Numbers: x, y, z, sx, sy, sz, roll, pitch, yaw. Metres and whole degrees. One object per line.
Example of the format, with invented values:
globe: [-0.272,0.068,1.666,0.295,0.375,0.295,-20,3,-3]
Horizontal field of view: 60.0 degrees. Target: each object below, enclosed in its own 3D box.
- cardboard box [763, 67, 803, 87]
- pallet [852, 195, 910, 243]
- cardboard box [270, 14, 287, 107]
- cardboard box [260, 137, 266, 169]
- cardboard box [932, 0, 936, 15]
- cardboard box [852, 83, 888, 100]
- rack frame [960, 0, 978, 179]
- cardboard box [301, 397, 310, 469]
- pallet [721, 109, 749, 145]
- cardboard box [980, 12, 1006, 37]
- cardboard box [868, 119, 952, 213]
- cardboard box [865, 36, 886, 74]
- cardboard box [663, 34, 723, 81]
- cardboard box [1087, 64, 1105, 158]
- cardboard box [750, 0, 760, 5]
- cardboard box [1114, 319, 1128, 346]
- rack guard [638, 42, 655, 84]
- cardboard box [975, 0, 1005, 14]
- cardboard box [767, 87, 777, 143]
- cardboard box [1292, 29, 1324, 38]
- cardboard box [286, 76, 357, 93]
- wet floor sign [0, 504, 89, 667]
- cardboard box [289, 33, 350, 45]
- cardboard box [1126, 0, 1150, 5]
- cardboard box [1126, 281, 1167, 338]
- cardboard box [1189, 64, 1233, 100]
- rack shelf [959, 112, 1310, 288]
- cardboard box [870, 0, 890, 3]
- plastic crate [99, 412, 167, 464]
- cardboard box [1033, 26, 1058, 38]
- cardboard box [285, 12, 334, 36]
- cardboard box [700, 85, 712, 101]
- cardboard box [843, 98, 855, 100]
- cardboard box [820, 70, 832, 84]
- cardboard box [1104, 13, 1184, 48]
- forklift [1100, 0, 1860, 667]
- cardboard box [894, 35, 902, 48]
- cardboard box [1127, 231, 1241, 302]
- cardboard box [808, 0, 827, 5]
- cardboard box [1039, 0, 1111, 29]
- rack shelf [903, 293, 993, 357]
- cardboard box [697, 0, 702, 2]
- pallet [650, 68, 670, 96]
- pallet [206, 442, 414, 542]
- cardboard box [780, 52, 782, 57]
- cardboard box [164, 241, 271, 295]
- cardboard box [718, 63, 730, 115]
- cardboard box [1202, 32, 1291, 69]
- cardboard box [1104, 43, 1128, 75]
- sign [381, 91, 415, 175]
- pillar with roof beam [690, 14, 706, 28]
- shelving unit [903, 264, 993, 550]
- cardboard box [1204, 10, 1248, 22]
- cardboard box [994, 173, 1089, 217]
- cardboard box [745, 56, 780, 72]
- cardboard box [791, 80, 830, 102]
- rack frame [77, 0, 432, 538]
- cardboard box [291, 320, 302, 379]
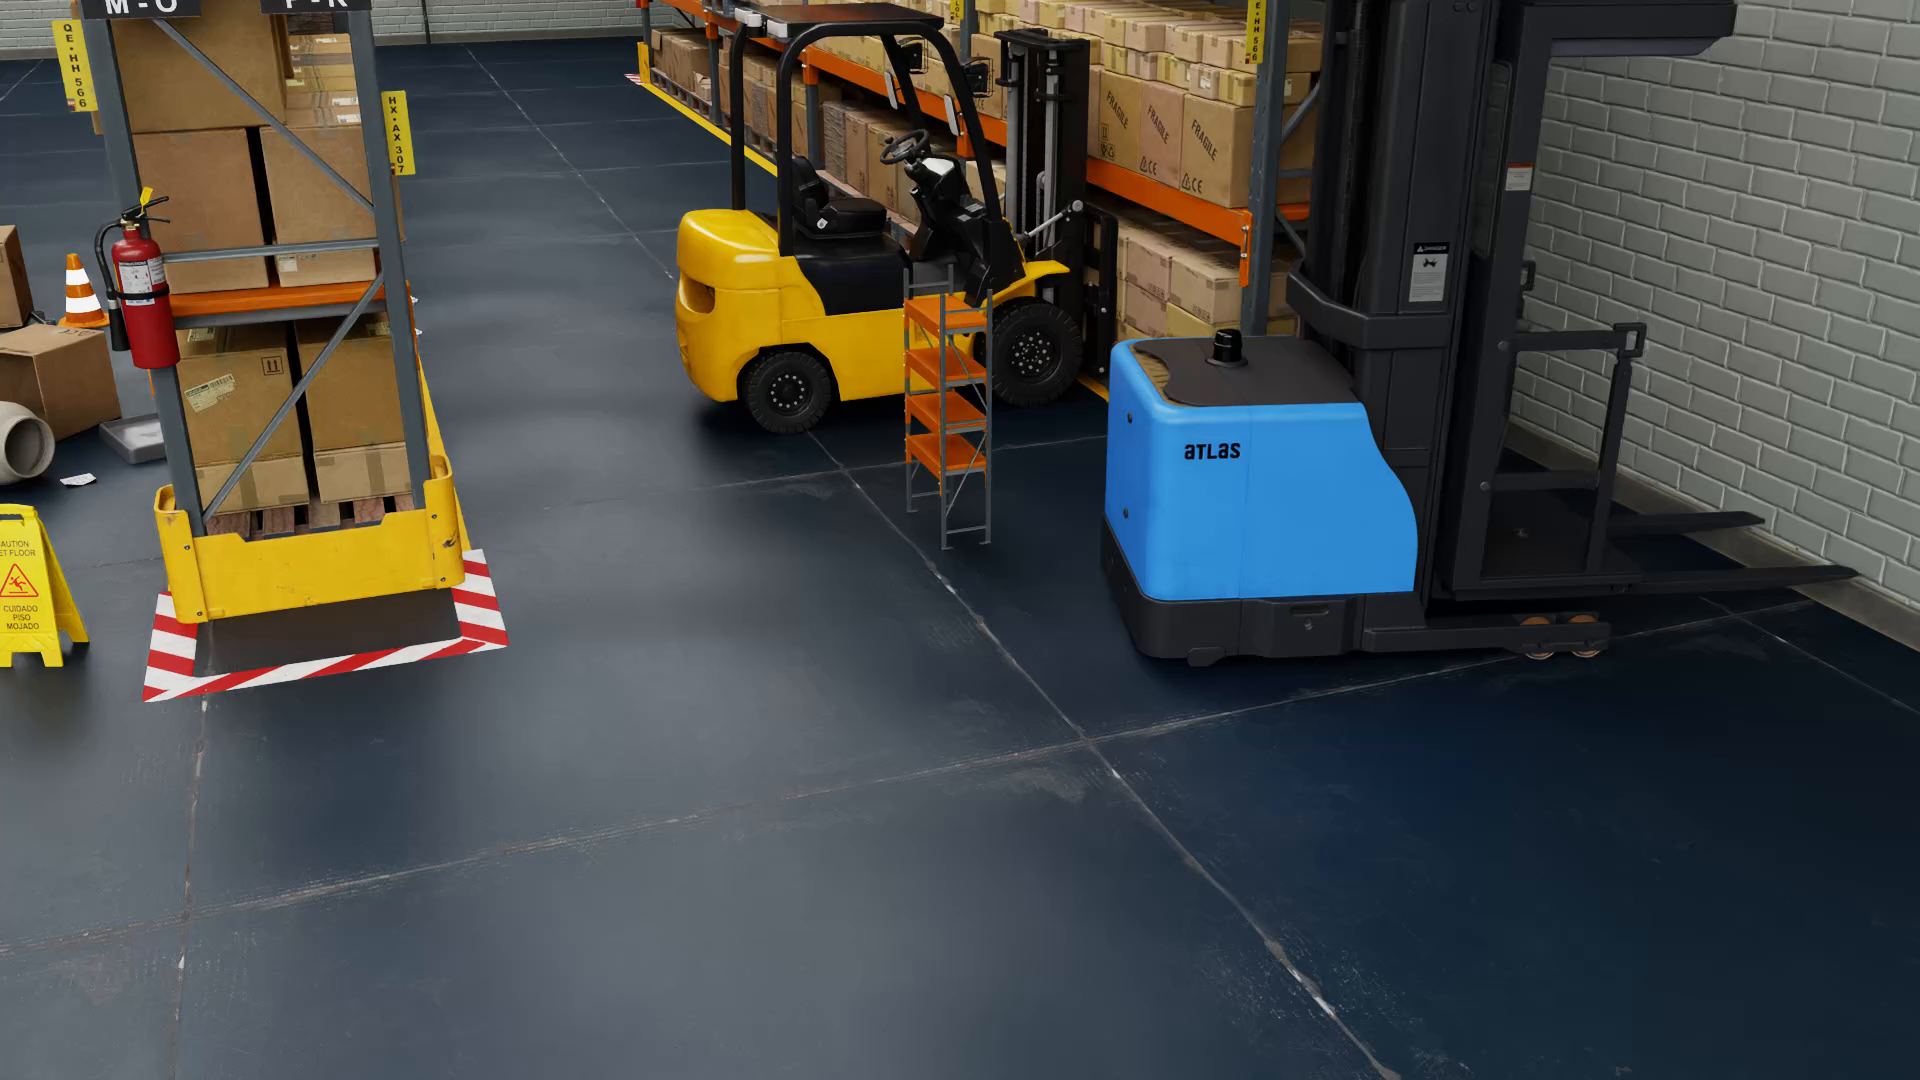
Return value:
cardboard box: [-1.780,-4.701,16.884,0.380,0.149,0.250,-10,25,-22]
pallet: [-0.245,-2.698,13.880,1.003,0.211,1.213,-8,24,-19]
cardboard box: [-3.299,-2.126,7.132,0.700,0.500,0.500,-8,24,-18]
cardboard box: [-3.700,-2.035,8.205,0.500,0.500,0.500,-8,24,-18]
cardboard box: [0.013,-3.903,12.184,0.380,0.149,0.250,-8,24,-19]
cardboard box: [-0.819,-4.303,15.940,0.380,0.149,0.250,-7,24,-16]
rack frame: [0.487,-3.277,11.663,1.000,3.000,0.127,-8,24,-19]
cardboard box: [-3.455,-0.514,8.106,0.500,0.250,0.500,-8,24,-19]
pallet: [-2.017,-4.608,18.412,1.003,0.211,1.213,-8,24,-19]
cardboard box: [0.353,-3.470,11.157,0.380,0.149,0.250,-9,24,-20]
cardboard box: [-0.243,-3.120,13.807,0.875,0.625,0.625,-9,25,-21]
cardboard box: [-0.455,-3.908,13.353,0.500,0.250,0.500,-8,24,-17]
cardboard box: [-3.360,-6.128,21.104,0.700,0.500,0.500,-7,24,-17]
cardboard box: [0.936,-2.569,9.855,0.500,0.500,0.500,-8,24,-19]
cardboard box: [-1.676,-5.539,16.356,0.797,0.503,0.637,-9,24,-20]
cardboard box: [1.103,-1.242,9.835,0.500,0.250,0.500,-8,24,-18]
rack guard: [-3.726,-6.458,22.428,1.175,0.500,0.348,-8,24,-19]
cardboard box: [0.322,-3.602,11.088,0.380,0.149,0.250,-8,24,-18]
cardboard box: [-1.631,-4.269,16.695,0.500,0.500,0.500,-7,24,-17]
cardboard box: [1.946,-2.562,8.620,0.380,0.149,0.250,-7,24,-17]
cardboard box: [-3.018,-1.907,7.901,0.500,0.500,0.500,-9,24,-20]
wet floor sign: [-3.676,0.160,6.540,0.267,0.644,0.232,0,23,-1]
cardboard box: [-3.766,-2.650,9.664,0.500,0.500,0.500,-9,24,-20]
cardboard box: [1.258,-3.314,10.403,0.380,0.149,0.250,-9,24,-20]
cardboard box: [1.268,-1.298,9.323,0.500,0.250,0.500,-9,24,-20]
cardboard box: [1.397,-2.345,8.487,0.380,0.149,0.250,-8,24,-18]
rack shelf: [1.193,-2.219,10.078,1.077,0.370,4.000,-8,24,-19]
cardboard box: [-0.487,-4.261,13.035,0.380,0.149,0.250,-9,24,-20]
plastic crate: [-4.368,-0.566,8.990,0.402,0.080,0.583,-18,29,-37]
cardboard box: [0.673,-3.090,10.255,0.380,0.149,0.250,-9,24,-20]
cardboard box: [-4.053,-3.181,10.382,0.500,0.500,0.500,-8,24,-18]
cardboard box: [-2.811,-5.226,19.416,0.380,0.149,0.250,-9,25,-21]
cardboard box: [-0.813,-3.964,15.969,0.500,0.500,0.500,-7,24,-17]
cardboard box: [-1.197,-4.682,16.840,0.380,0.149,0.250,-9,24,-20]
cardboard box: [1.031,-2.857,9.319,0.380,0.149,0.250,-8,24,-18]
forklift: [2.166,-1.077,6.532,3.031,2.935,1.130,-2,23,-5]
cardboard box: [-0.290,-3.954,12.818,0.500,0.250,0.500,-8,24,-18]
cardboard box: [1.259,-1.520,9.206,0.500,0.250,0.500,-8,24,-18]
cardboard box: [-1.022,-4.693,14.573,0.500,0.250,0.500,-8,24,-19]
cardboard box: [0.709,-3.230,10.205,0.380,0.149,0.250,-9,24,-20]
rack shelf: [-0.059,-0.975,7.507,0.258,0.148,0.480,-8,24,-19]
cardboard box: [-2.801,-6.241,19.018,0.380,0.149,0.250,-8,24,-18]
pallet: [-3.443,-6.035,21.797,1.003,0.211,1.213,-8,24,-19]
pallet: [-3.023,-0.184,7.914,1.003,0.211,1.213,-8,24,-19]
cardboard box: [-1.748,-5.248,18.182,0.380,0.149,0.250,-8,24,-18]
cardboard box: [-3.075,-1.132,6.897,0.380,0.149,0.250,-8,24,-17]
cardboard box: [-2.379,-5.019,18.473,0.500,0.500,0.500,-7,24,-17]
cardboard box: [1.460,-2.492,8.454,0.380,0.149,0.250,-8,24,-19]
cardboard box: [1.039,-2.719,9.374,0.380,0.149,0.250,-8,24,-19]
sign: [-2.235,-1.615,6.604,0.100,0.325,0.005,-8,24,-19]
pillar with roof beam: [-7.889,-10.914,22.059,9.100,9.000,0.400,-8,24,-19]
shelving unit: [-0.059,-0.613,7.660,0.258,1.200,0.503,-8,24,-19]
cardboard box: [1.623,-2.944,9.525,0.380,0.149,0.250,-9,24,-20]
cardboard box: [0.535,-2.258,10.958,0.500,0.250,0.500,-8,24,-19]
cardboard box: [-2.081,-5.078,17.778,0.380,0.149,0.250,-9,24,-20]
cardboard box: [-1.463,-4.310,15.957,0.380,0.149,0.250,-10,25,-22]
rack frame: [-2.743,-1.141,6.595,1.000,3.000,0.127,-8,24,-19]
cardboard box: [-3.629,-1.042,8.394,0.500,0.500,0.500,-9,24,-20]
